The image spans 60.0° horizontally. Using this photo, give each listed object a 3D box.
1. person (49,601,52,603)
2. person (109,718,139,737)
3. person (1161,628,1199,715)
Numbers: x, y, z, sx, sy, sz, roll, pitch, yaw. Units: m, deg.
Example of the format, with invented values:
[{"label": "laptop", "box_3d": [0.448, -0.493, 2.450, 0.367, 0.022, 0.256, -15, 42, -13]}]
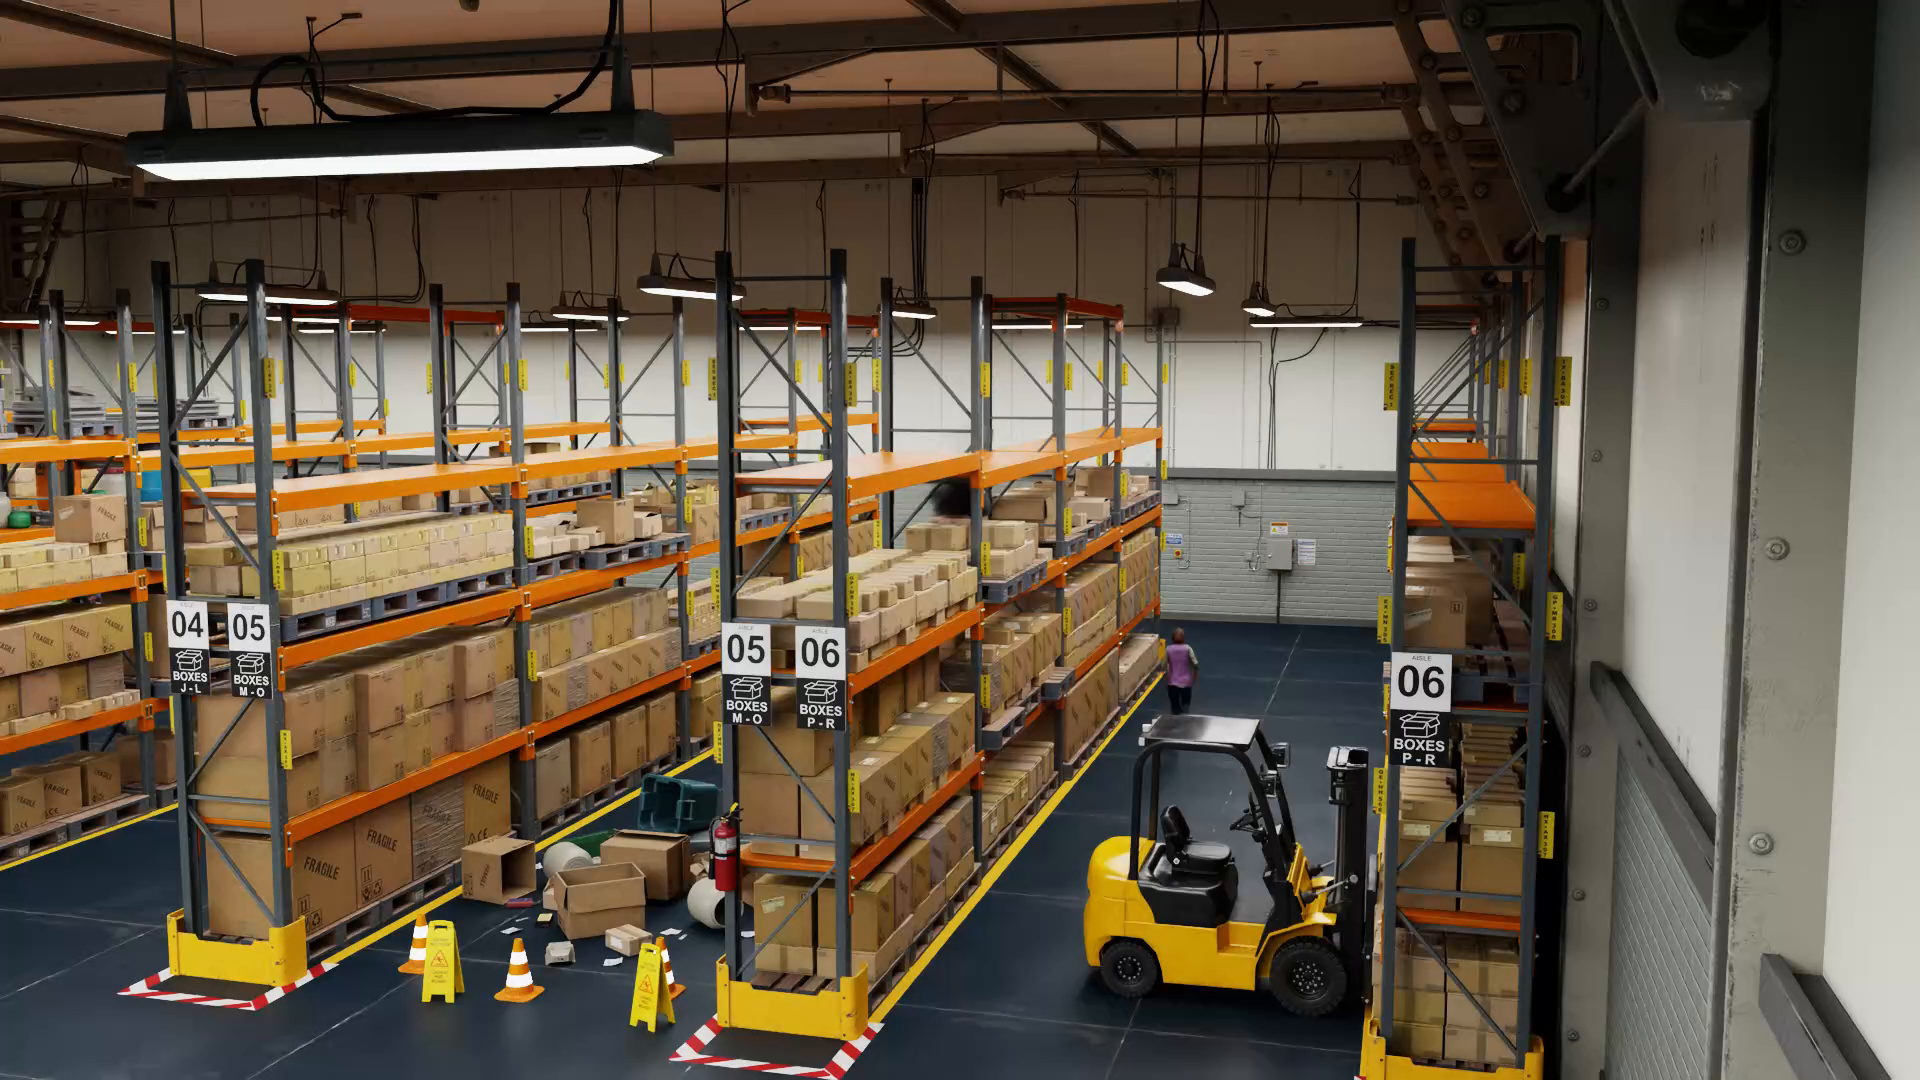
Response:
[{"label": "person", "box_3d": [-15.533, 1.323, 28.056, 0.679, 1.765, 0.660, 1, 6, 6]}, {"label": "person", "box_3d": [-10.891, 2.041, 21.718, 0.599, 1.657, 0.562, 1, 6, 6]}, {"label": "person", "box_3d": [3.021, 1.982, 22.807, 0.530, 1.565, 0.483, 1, 6, 13]}]
